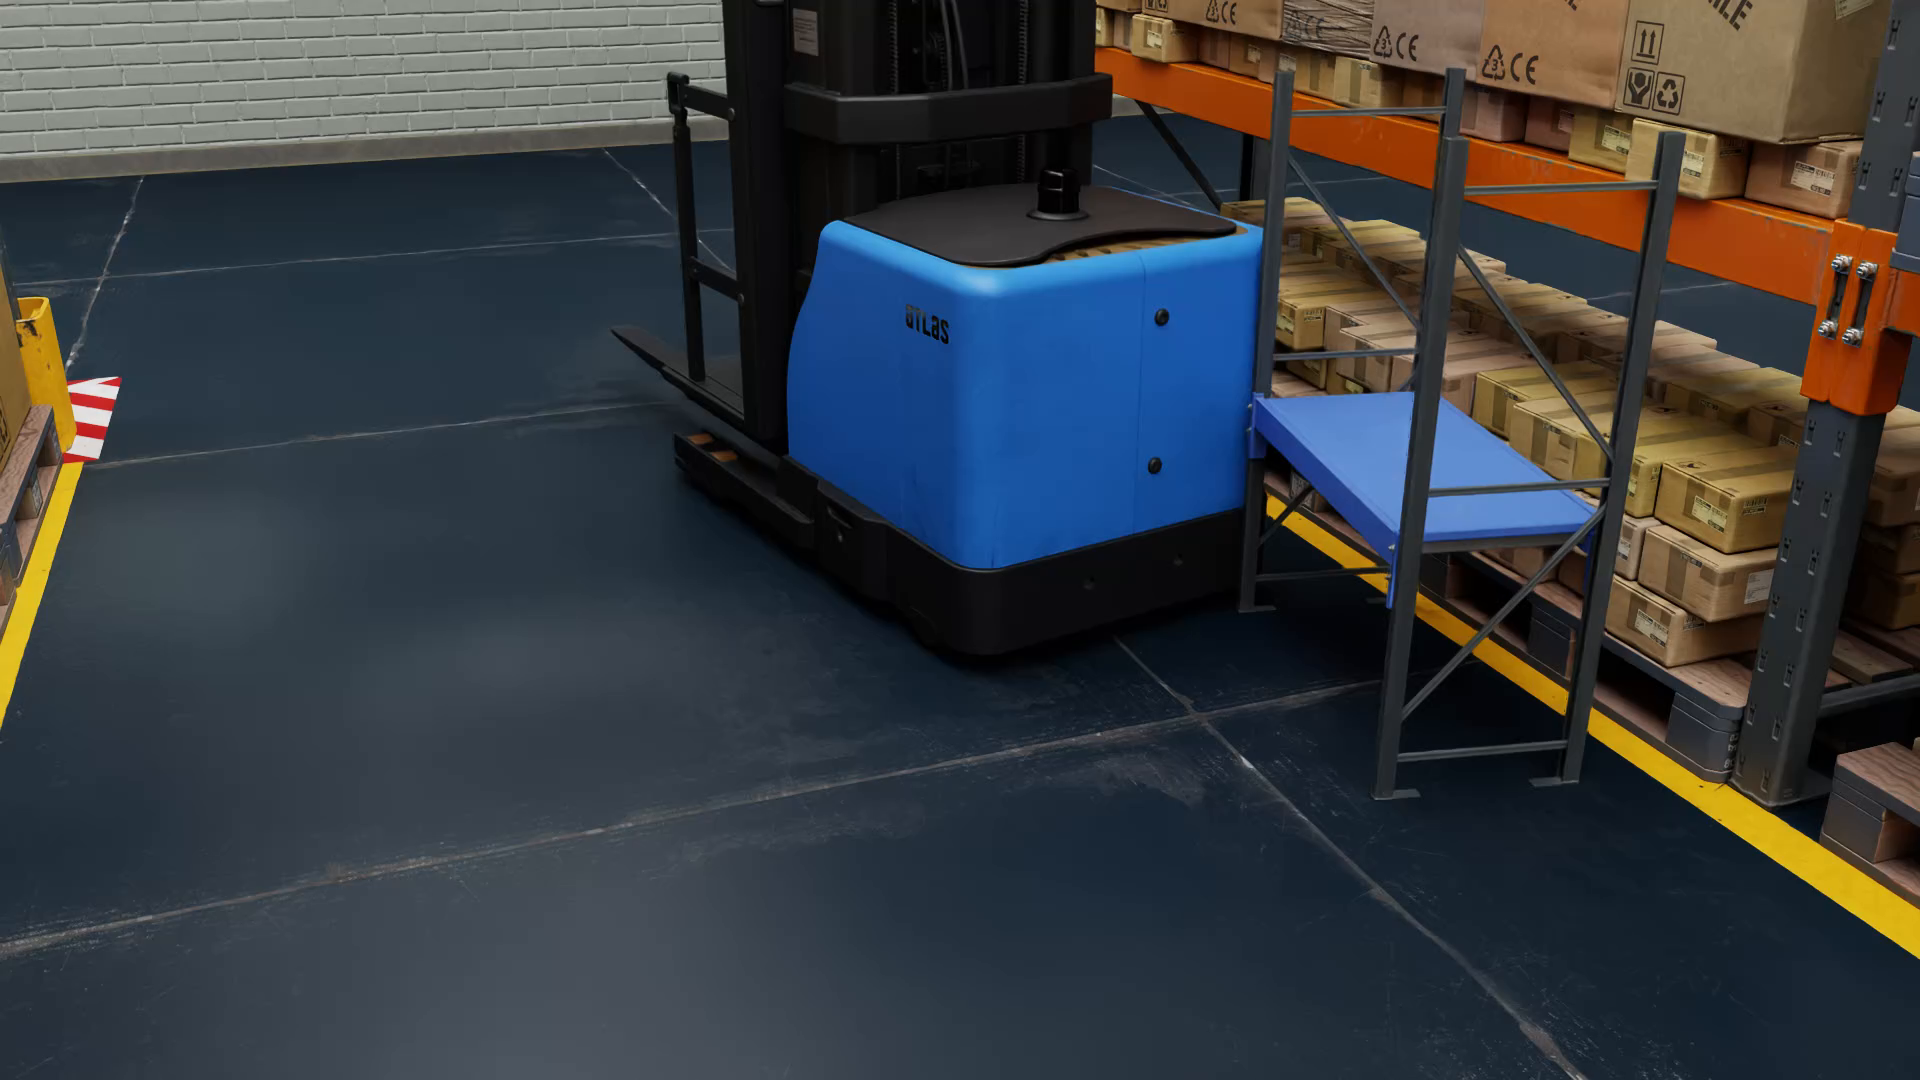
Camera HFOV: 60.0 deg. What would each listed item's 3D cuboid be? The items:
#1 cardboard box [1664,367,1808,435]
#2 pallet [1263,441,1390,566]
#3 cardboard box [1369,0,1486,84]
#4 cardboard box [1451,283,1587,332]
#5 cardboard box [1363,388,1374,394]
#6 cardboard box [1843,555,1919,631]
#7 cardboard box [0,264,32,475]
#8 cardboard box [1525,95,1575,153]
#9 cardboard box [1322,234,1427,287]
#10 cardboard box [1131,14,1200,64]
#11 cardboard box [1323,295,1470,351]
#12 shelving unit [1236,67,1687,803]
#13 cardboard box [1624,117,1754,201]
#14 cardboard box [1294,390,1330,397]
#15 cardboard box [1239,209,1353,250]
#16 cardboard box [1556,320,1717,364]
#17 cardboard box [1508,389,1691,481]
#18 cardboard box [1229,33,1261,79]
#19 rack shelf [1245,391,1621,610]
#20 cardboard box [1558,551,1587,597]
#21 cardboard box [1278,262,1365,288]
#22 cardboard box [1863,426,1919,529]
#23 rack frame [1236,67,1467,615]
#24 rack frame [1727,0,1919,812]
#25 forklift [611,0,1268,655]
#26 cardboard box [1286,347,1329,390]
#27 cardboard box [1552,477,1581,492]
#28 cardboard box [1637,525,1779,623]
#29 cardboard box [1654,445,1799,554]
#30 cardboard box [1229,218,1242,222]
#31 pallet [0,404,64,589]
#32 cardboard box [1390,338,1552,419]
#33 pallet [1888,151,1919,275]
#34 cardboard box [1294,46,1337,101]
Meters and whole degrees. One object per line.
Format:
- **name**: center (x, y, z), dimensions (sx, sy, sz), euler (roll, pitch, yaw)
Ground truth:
- **cardboard box**: center (2.179, -0.355, 4.594), dimensions (0.380, 0.149, 0.250), euler (-9, 24, -20)
- **pallet**: center (1.579, -0.252, 5.577), dimensions (1.003, 0.211, 1.213), euler (-8, 24, -19)
- **cardboard box**: center (1.492, -1.544, 4.540), dimensions (0.500, 0.500, 0.500), euler (-8, 24, -19)
- **cardboard box**: center (1.828, -0.733, 5.491), dimensions (0.380, 0.149, 0.250), euler (-8, 24, -19)
- **cardboard box**: center (1.476, -0.428, 5.151), dimensions (0.380, 0.149, 0.250), euler (-10, 25, -21)
- **cardboard box**: center (2.456, 0.090, 4.305), dimensions (0.380, 0.149, 0.250), euler (-9, 25, -21)
- **cardboard box**: center (-3.504, -0.657, 5.141), dimensions (0.875, 0.875, 0.875), euler (-8, 24, -19)
- **cardboard box**: center (1.706, -1.097, 4.314), dimensions (0.380, 0.149, 0.250), euler (-9, 24, -20)
- **cardboard box**: center (1.572, -1.025, 6.185), dimensions (0.380, 0.149, 0.250), euler (-9, 25, -21)
- **cardboard box**: center (0.852, -1.837, 6.070), dimensions (0.380, 0.149, 0.250), euler (-9, 24, -20)
- **cardboard box**: center (1.400, -0.671, 5.344), dimensions (0.380, 0.149, 0.250), euler (-8, 24, -19)
- **shelving unit**: center (1.119, -0.304, 4.041), dimensions (0.538, 1.500, 1.048), euler (-3, 23, -8)
- **cardboard box**: center (1.771, -0.889, 3.820), dimensions (0.380, 0.149, 0.250), euler (-9, 24, -20)
- **cardboard box**: center (1.315, -0.393, 5.450), dimensions (0.380, 0.149, 0.250), euler (-8, 24, -19)
- **cardboard box**: center (1.330, -1.205, 6.610), dimensions (0.380, 0.149, 0.250), euler (-8, 24, -18)
- **cardboard box**: center (2.052, -0.550, 5.058), dimensions (0.380, 0.149, 0.250), euler (-8, 24, -18)
- **cardboard box**: center (1.693, -0.279, 4.413), dimensions (0.380, 0.149, 0.250), euler (-9, 24, -19)
- **cardboard box**: center (1.145, -1.660, 5.650), dimensions (0.380, 0.149, 0.250), euler (-9, 24, -20)
- **rack shelf**: center (1.119, -0.138, 4.110), dimensions (0.538, 0.185, 1.000), euler (-3, 23, -8)
- **cardboard box**: center (1.813, 0.064, 4.365), dimensions (0.380, 0.149, 0.250), euler (-8, 24, -18)
- **cardboard box**: center (1.171, -0.851, 5.771), dimensions (0.380, 0.149, 0.250), euler (-7, 24, -17)
- **cardboard box**: center (2.356, -0.162, 4.136), dimensions (0.380, 0.149, 0.250), euler (-7, 24, -17)
- **rack frame**: center (1.041, -0.499, 4.503), dimensions (0.500, 1.500, 0.032), euler (-3, 23, -8)
- **rack frame**: center (2.284, -0.854, 3.415), dimensions (1.000, 3.000, 0.127), euler (-8, 24, -19)
- **forklift**: center (-0.325, -1.573, 5.209), dimensions (1.130, 2.935, 3.031), euler (-14, 26, -29)
- **cardboard box**: center (1.335, -0.631, 5.631), dimensions (0.380, 0.149, 0.250), euler (-7, 24, -16)
- **cardboard box**: center (1.657, -0.133, 4.452), dimensions (0.380, 0.149, 0.250), euler (-9, 25, -21)
- **cardboard box**: center (1.875, 0.058, 3.997), dimensions (0.380, 0.149, 0.250), euler (-8, 24, -18)
- **cardboard box**: center (1.915, -0.102, 3.993), dimensions (0.380, 0.149, 0.250), euler (-8, 24, -17)
- **cardboard box**: center (0.948, -1.141, 6.459), dimensions (0.380, 0.149, 0.250), euler (-8, 24, -18)
- **pallet**: center (-3.449, -0.099, 5.213), dimensions (1.003, 0.211, 1.213), euler (-8, 24, -19)
- **cardboard box**: center (1.492, -0.469, 4.865), dimensions (0.380, 0.149, 0.250), euler (-10, 25, -22)
- **pallet**: center (2.418, -0.468, 2.746), dimensions (1.003, 0.211, 1.213), euler (-8, 24, -19)
- **cardboard box**: center (1.277, -1.469, 5.198), dimensions (0.380, 0.149, 0.250), euler (-7, 24, -17)
